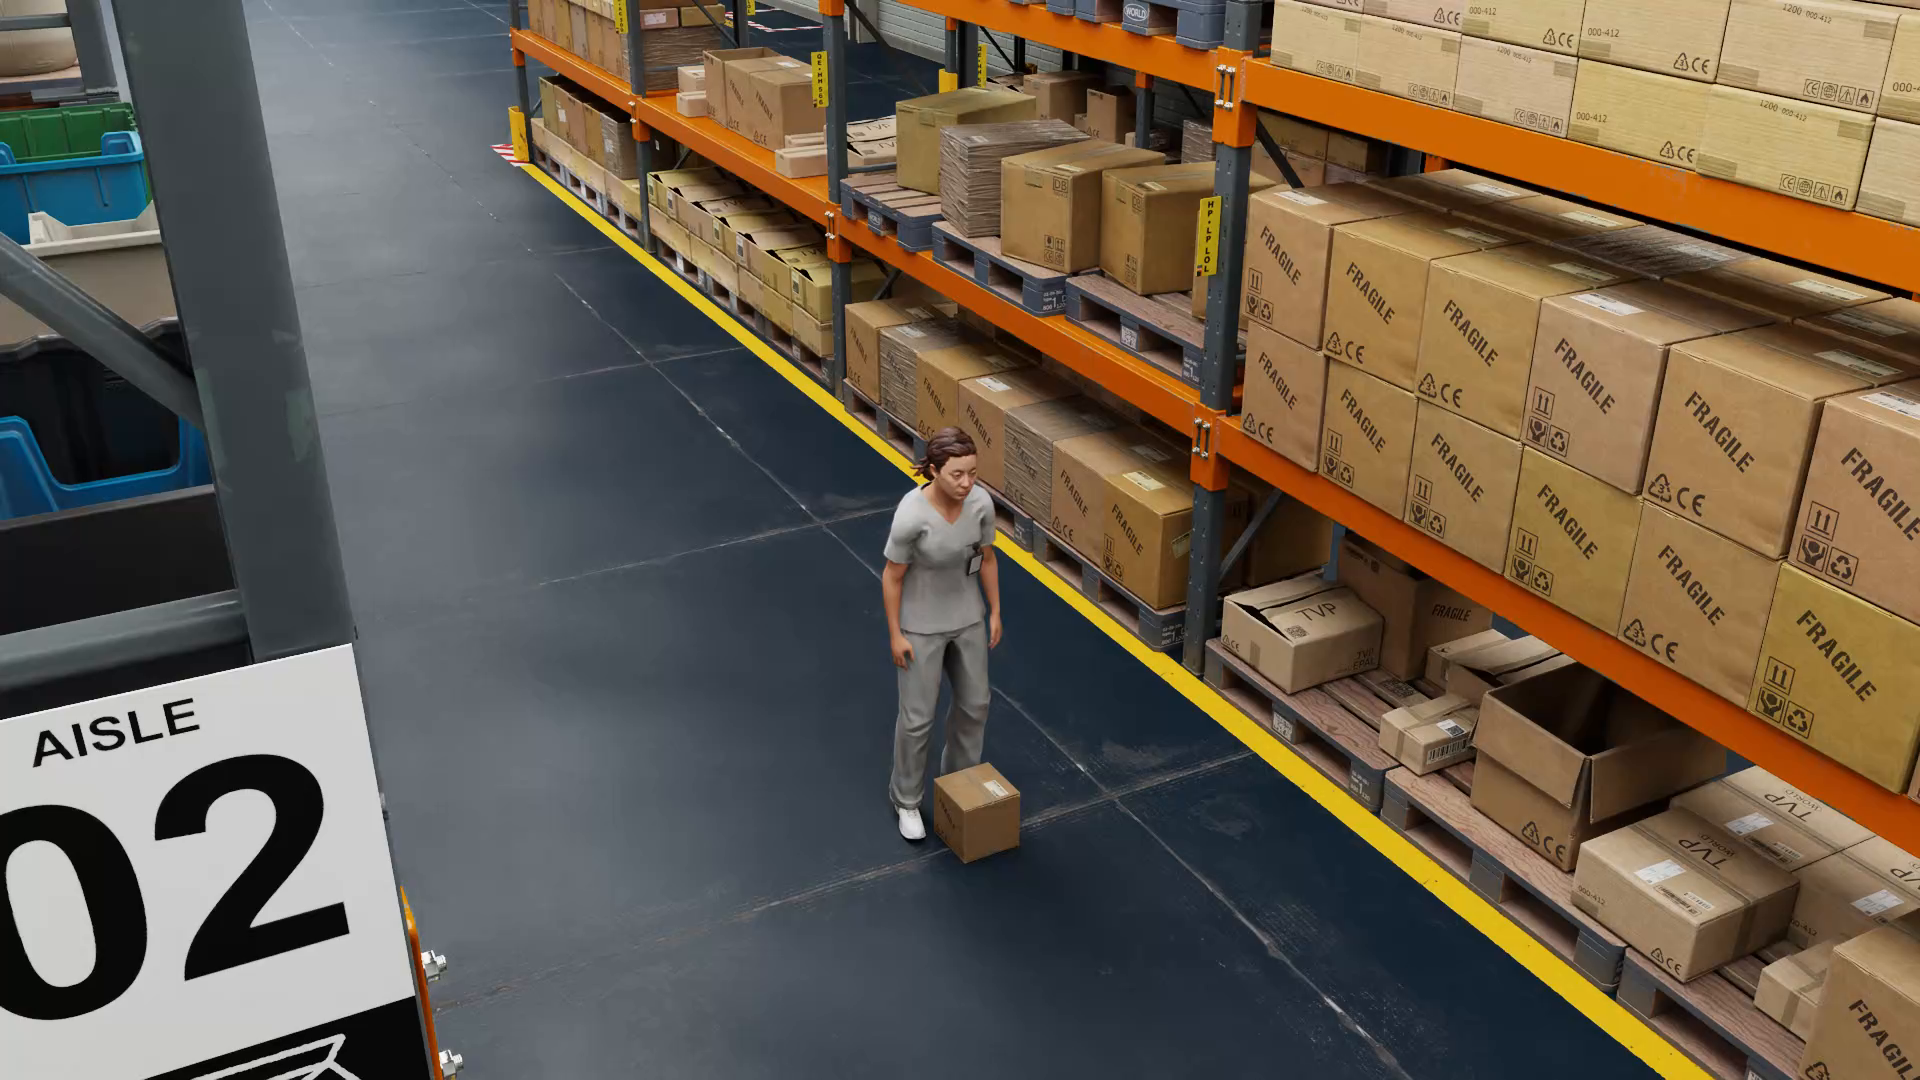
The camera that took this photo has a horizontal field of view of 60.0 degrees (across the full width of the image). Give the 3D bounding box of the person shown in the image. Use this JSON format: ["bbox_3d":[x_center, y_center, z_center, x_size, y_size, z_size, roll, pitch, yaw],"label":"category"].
[{"bbox_3d":[-0.061,0.345,6.416,0.486,1.652,0.357,-13,28,-25],"label":"person"}]
